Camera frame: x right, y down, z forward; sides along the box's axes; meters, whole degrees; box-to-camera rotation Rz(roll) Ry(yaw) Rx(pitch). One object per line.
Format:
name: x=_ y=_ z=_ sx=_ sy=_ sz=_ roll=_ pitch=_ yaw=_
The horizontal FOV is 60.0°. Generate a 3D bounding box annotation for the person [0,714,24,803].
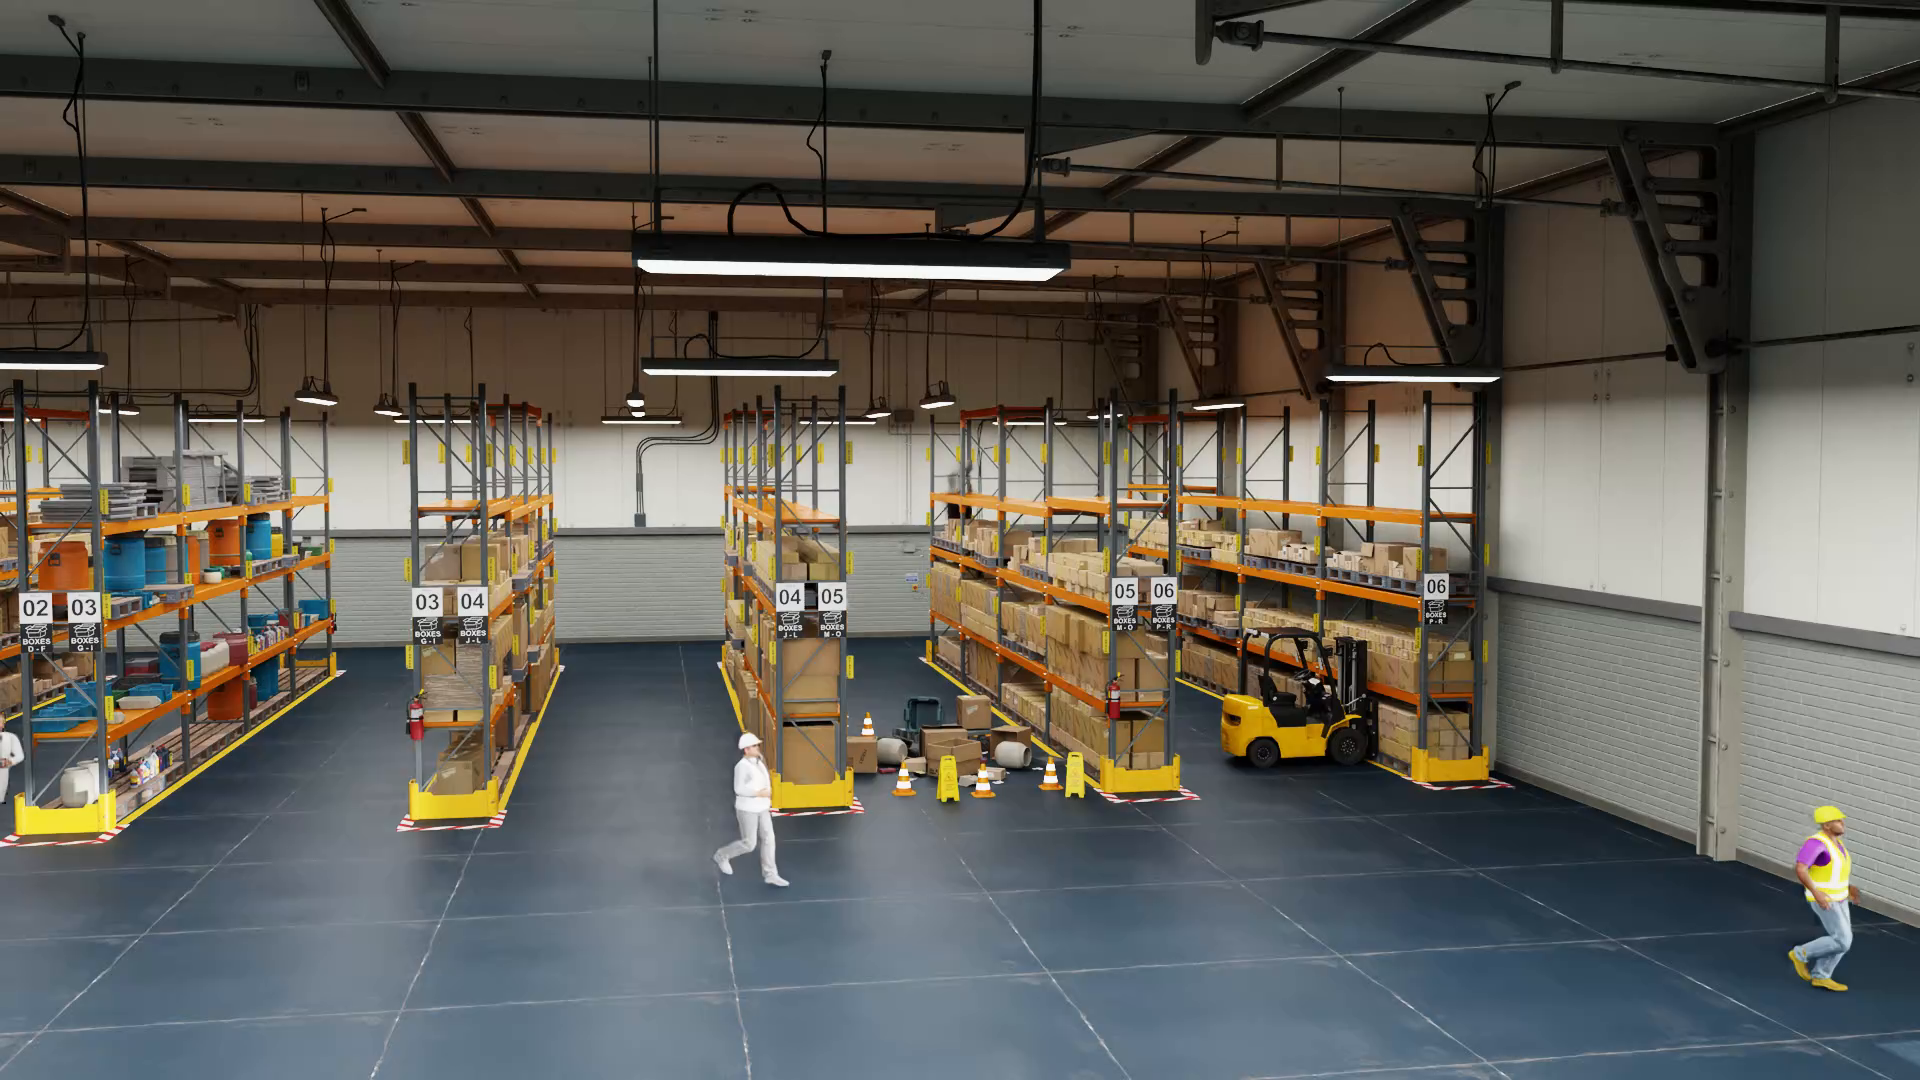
person: x=-12.160 y=3.054 z=20.875 sx=1.054 sy=1.776 sz=0.748 roll=2 pitch=3 yaw=34

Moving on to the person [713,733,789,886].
person: x=-2.429 y=3.130 z=19.359 sx=0.936 sy=1.769 sz=0.661 roll=1 pitch=3 yaw=22

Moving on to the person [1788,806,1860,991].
person: x=8.107 y=3.348 z=15.599 sx=0.693 sy=1.726 sz=0.546 roll=-3 pitch=4 yaw=-42
